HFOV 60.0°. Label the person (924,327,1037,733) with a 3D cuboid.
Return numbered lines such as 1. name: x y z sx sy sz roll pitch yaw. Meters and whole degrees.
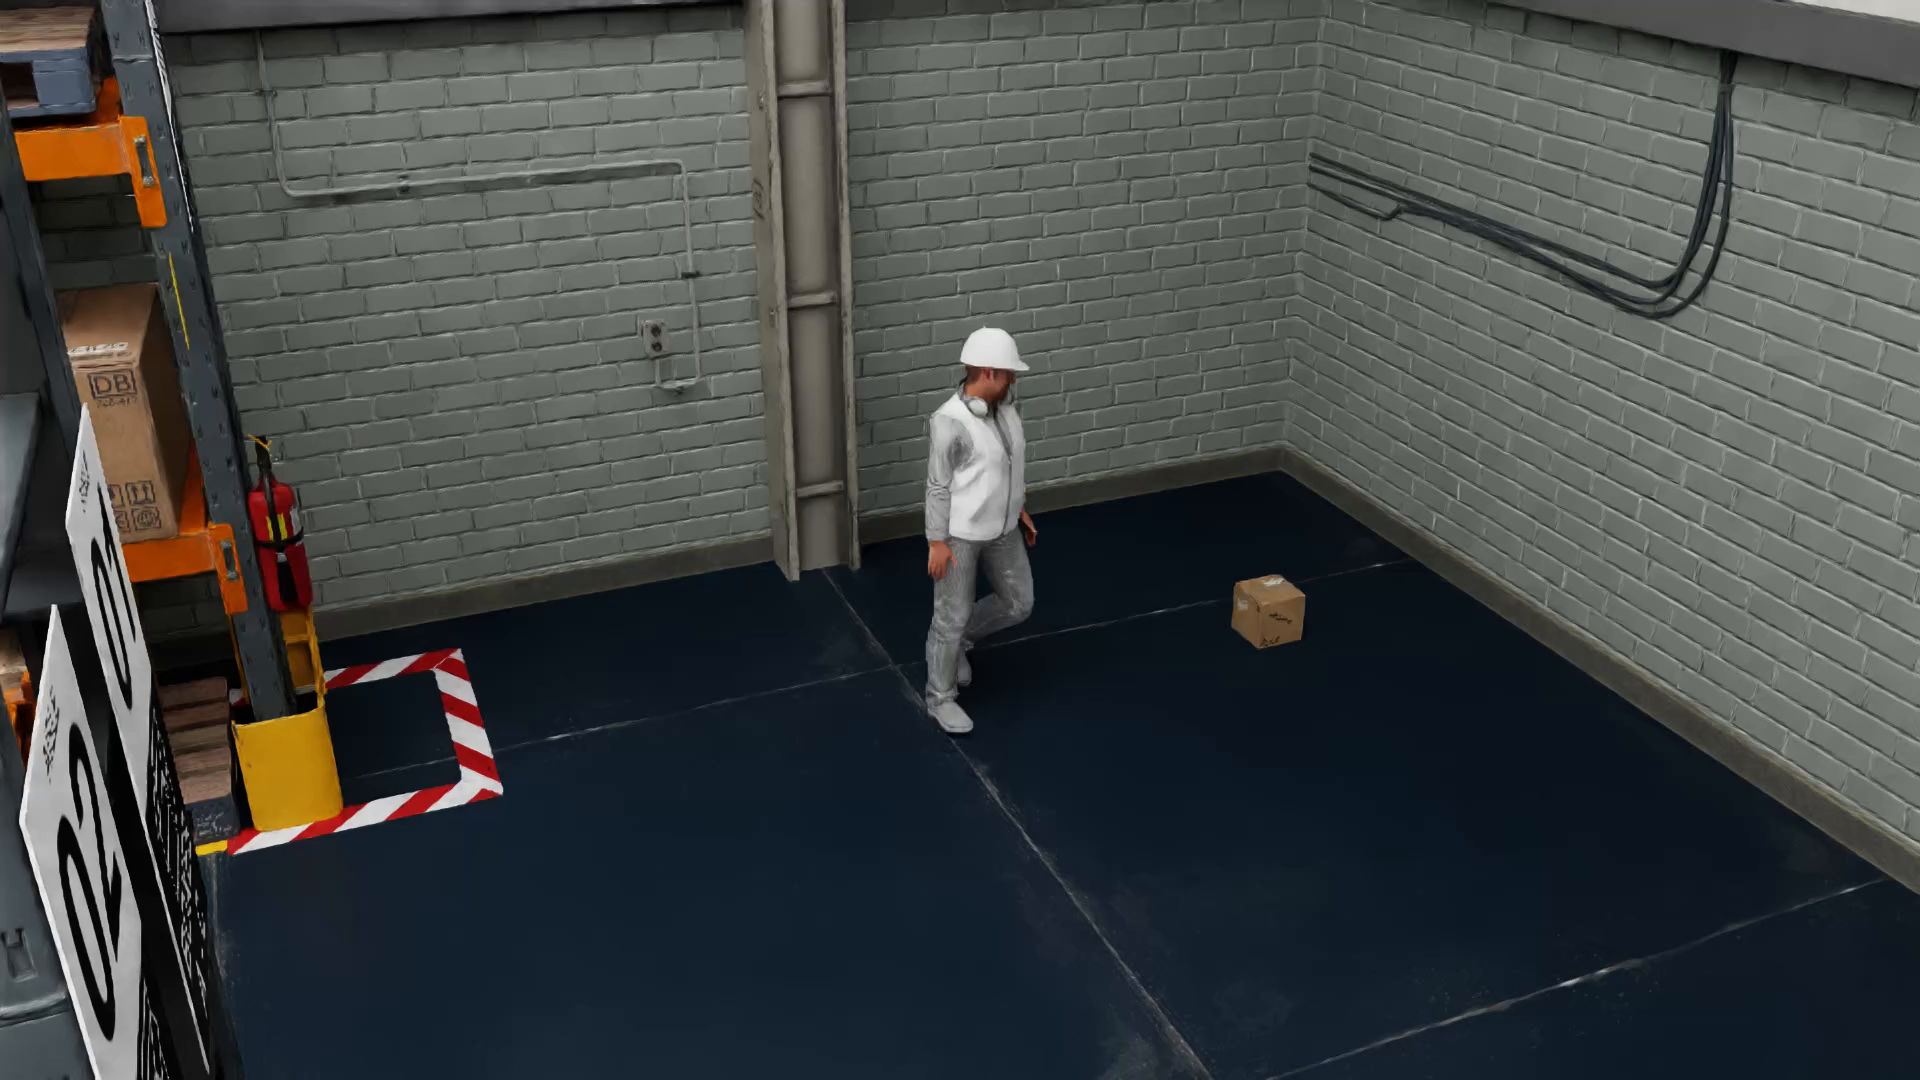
1. person: 0.036 -0.072 7.216 0.486 1.760 0.605 20 32 36
